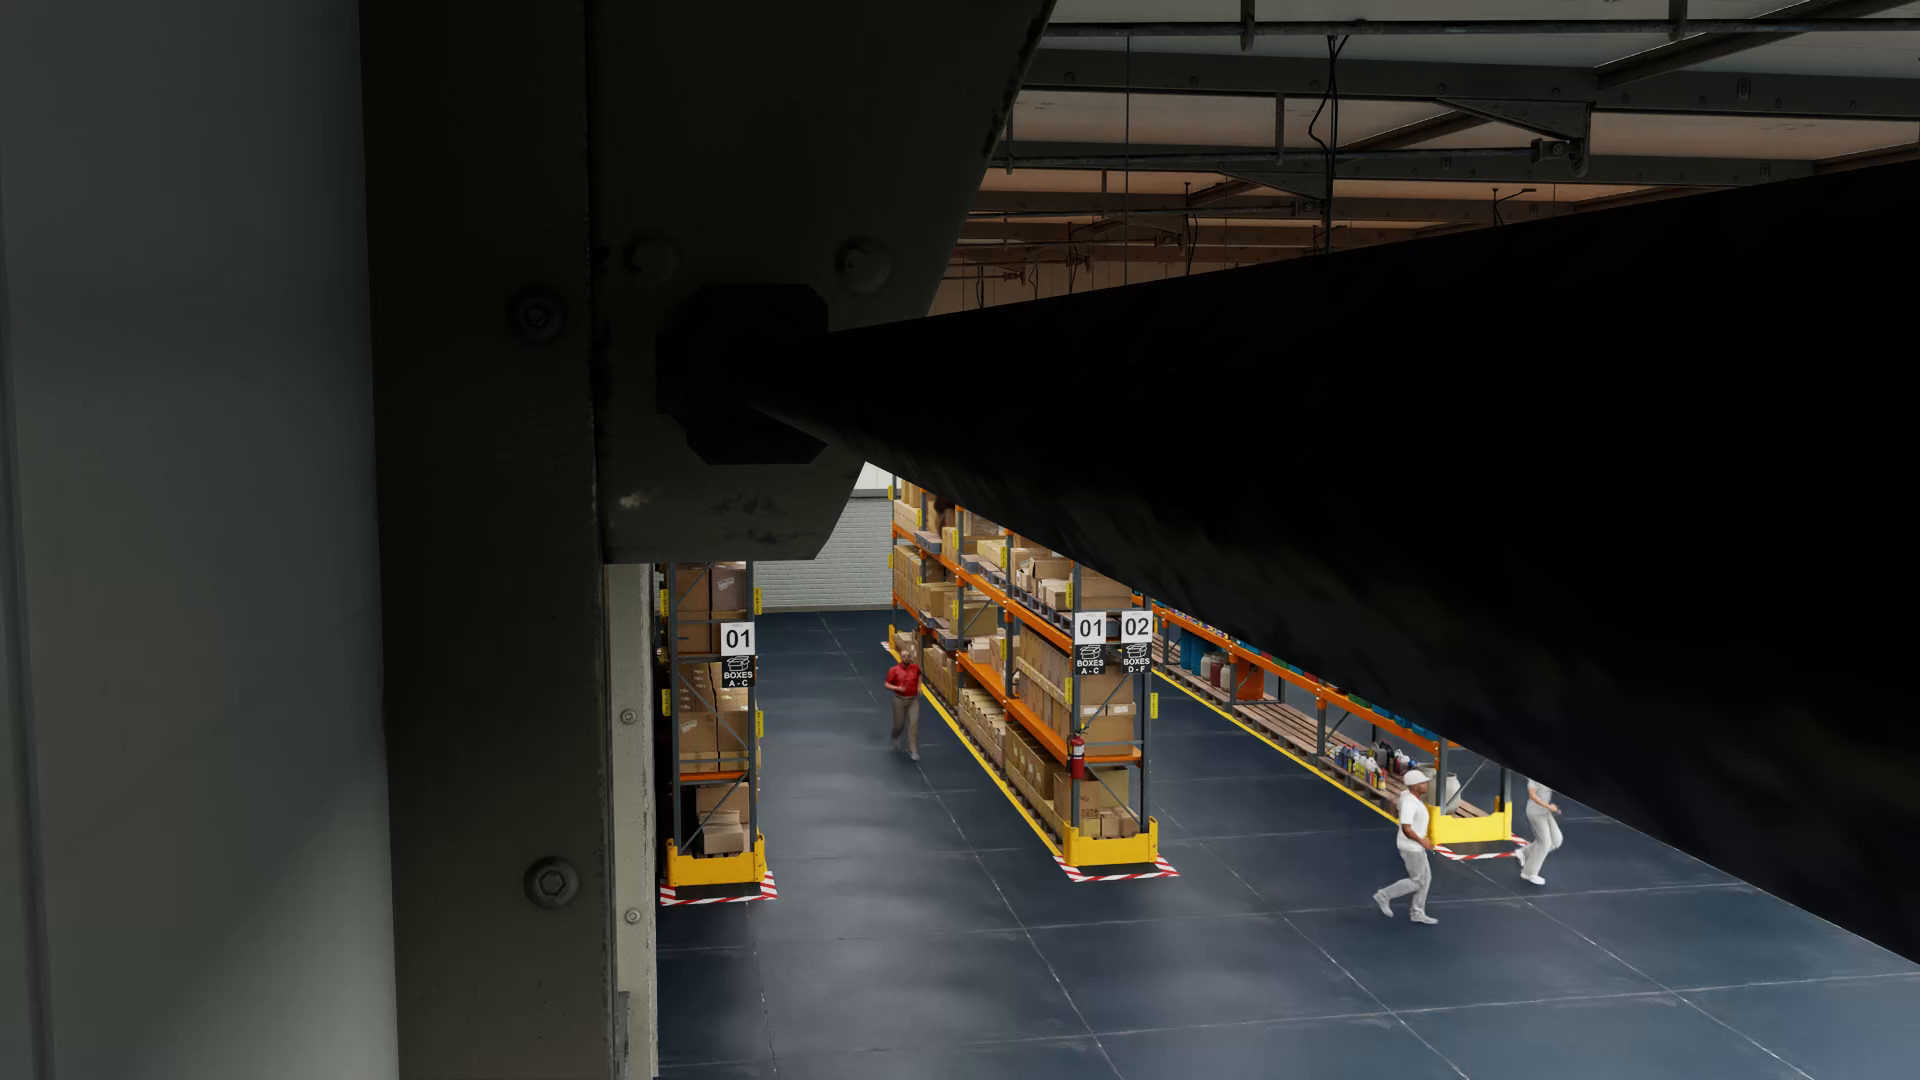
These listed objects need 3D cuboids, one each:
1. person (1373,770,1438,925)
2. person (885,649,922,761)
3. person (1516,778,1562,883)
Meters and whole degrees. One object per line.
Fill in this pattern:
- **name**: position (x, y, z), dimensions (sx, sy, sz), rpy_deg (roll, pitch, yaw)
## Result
- **person**: position (5.046, 3.449, 18.739), dimensions (0.719, 1.755, 0.726), rpy_deg (2, 6, 14)
- **person**: position (-0.862, 2.587, 26.456), dimensions (0.665, 1.694, 1.010), rpy_deg (-2, 7, -18)
- **person**: position (7.087, 3.344, 20.305), dimensions (0.535, 1.636, 0.578), rpy_deg (4, 7, 32)
